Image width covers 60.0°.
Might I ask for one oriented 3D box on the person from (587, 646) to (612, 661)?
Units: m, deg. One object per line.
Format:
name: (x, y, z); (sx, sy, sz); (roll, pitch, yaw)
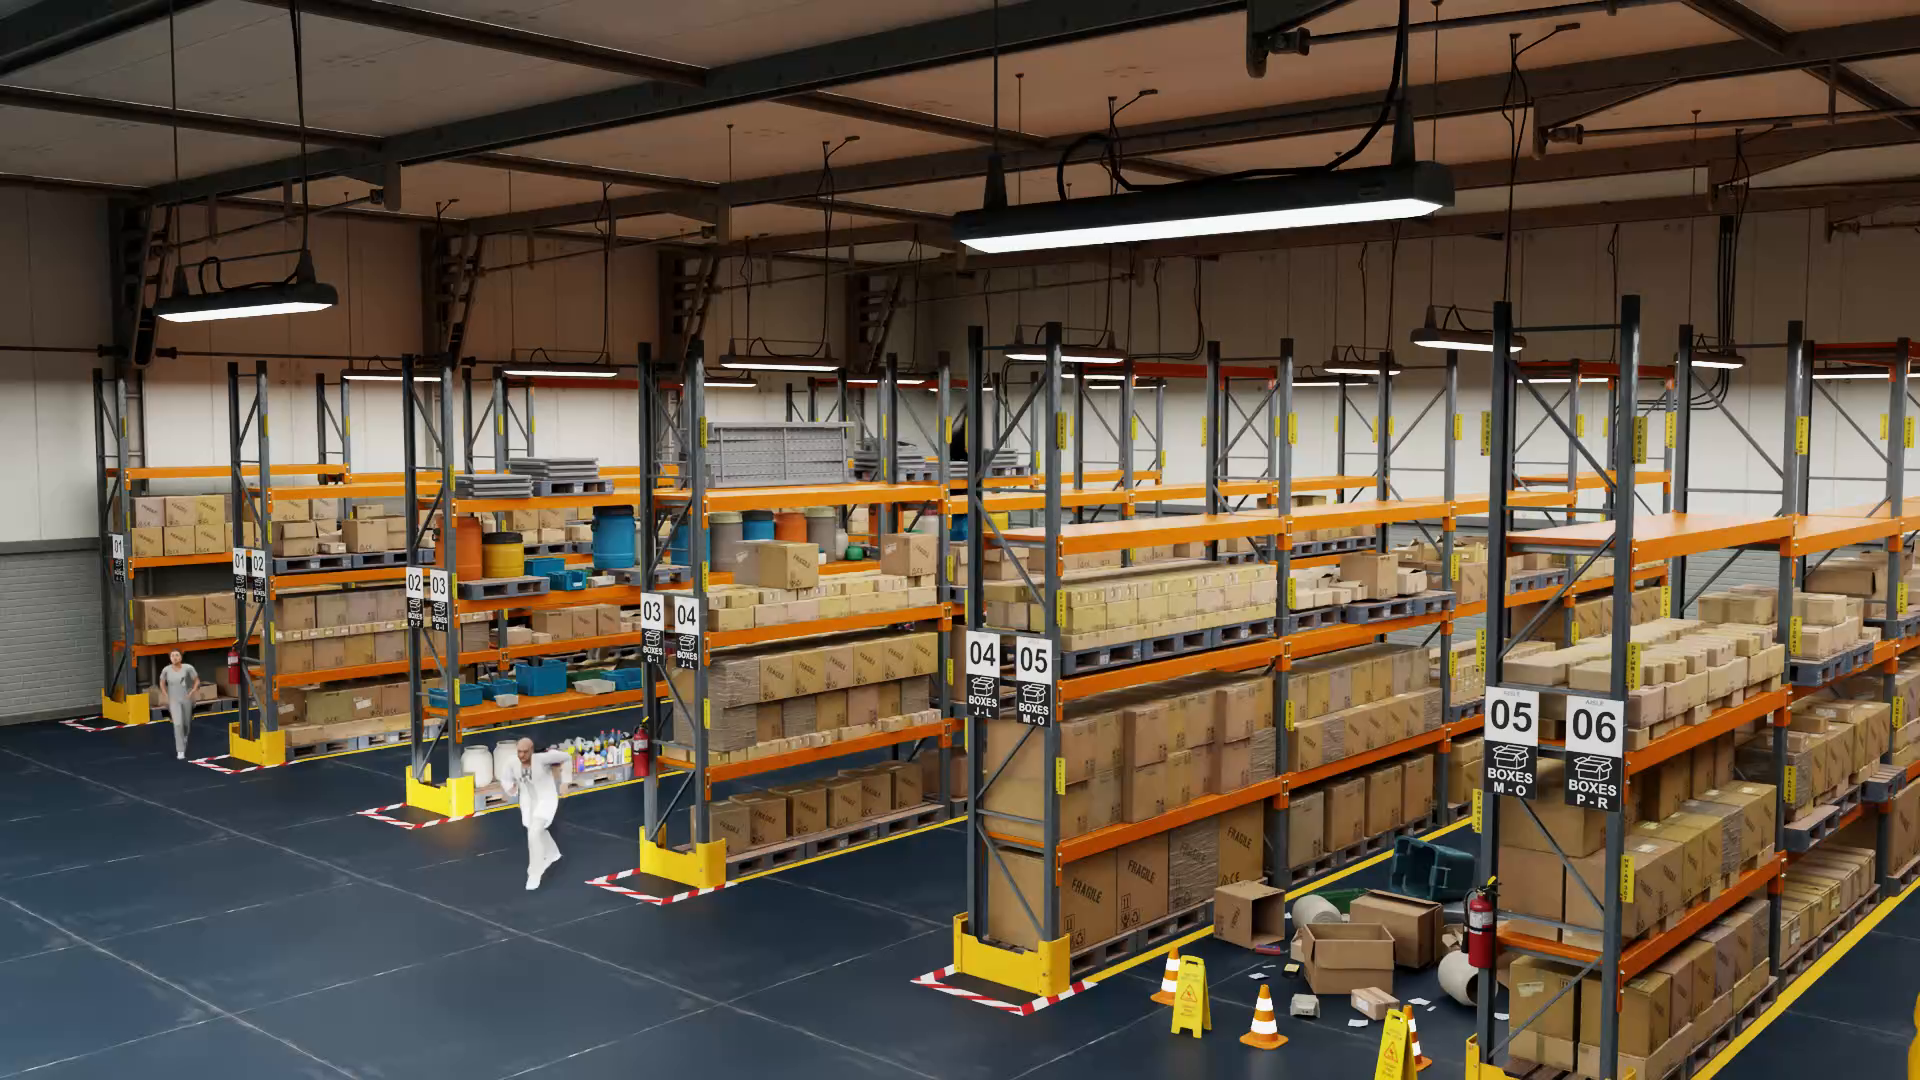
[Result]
person: (-6.841, 2.020, 31.769); (0.595, 1.622, 0.561); (3, 5, 32)

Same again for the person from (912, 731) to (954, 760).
person: (-0.425, 2.427, 25.519); (0.679, 1.771, 1.073); (3, 5, 37)

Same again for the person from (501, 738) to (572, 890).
person: (-4.671, 2.994, 18.502); (0.750, 1.728, 1.071); (1, 4, 8)

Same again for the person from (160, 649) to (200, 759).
person: (-11.929, 2.477, 25.448); (0.565, 1.678, 0.712); (-2, 4, -21)
